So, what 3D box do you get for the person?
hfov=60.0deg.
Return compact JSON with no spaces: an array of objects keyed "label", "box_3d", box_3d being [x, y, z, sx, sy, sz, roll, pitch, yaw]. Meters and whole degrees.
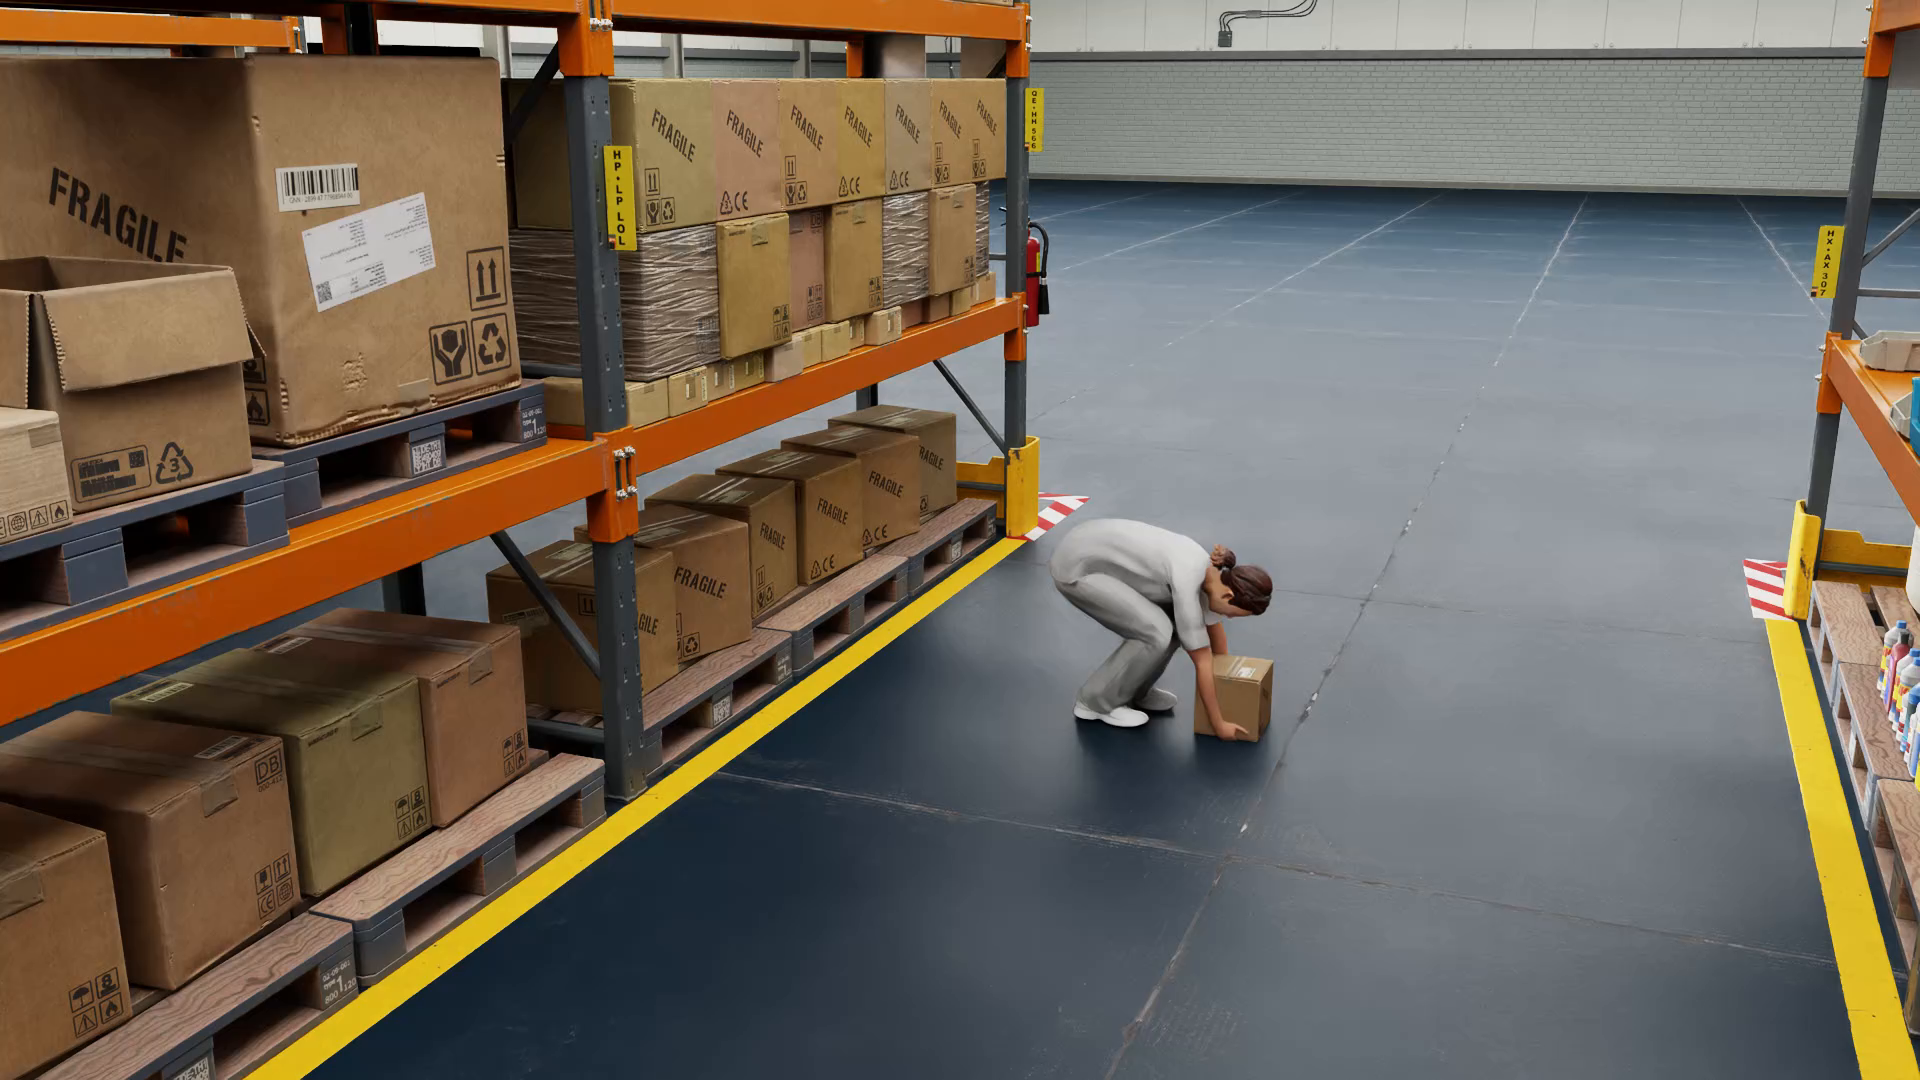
[{"label":"person","box_3d":[0.779,0.336,6.515,0.863,0.808,0.461,5,16,19]}]
